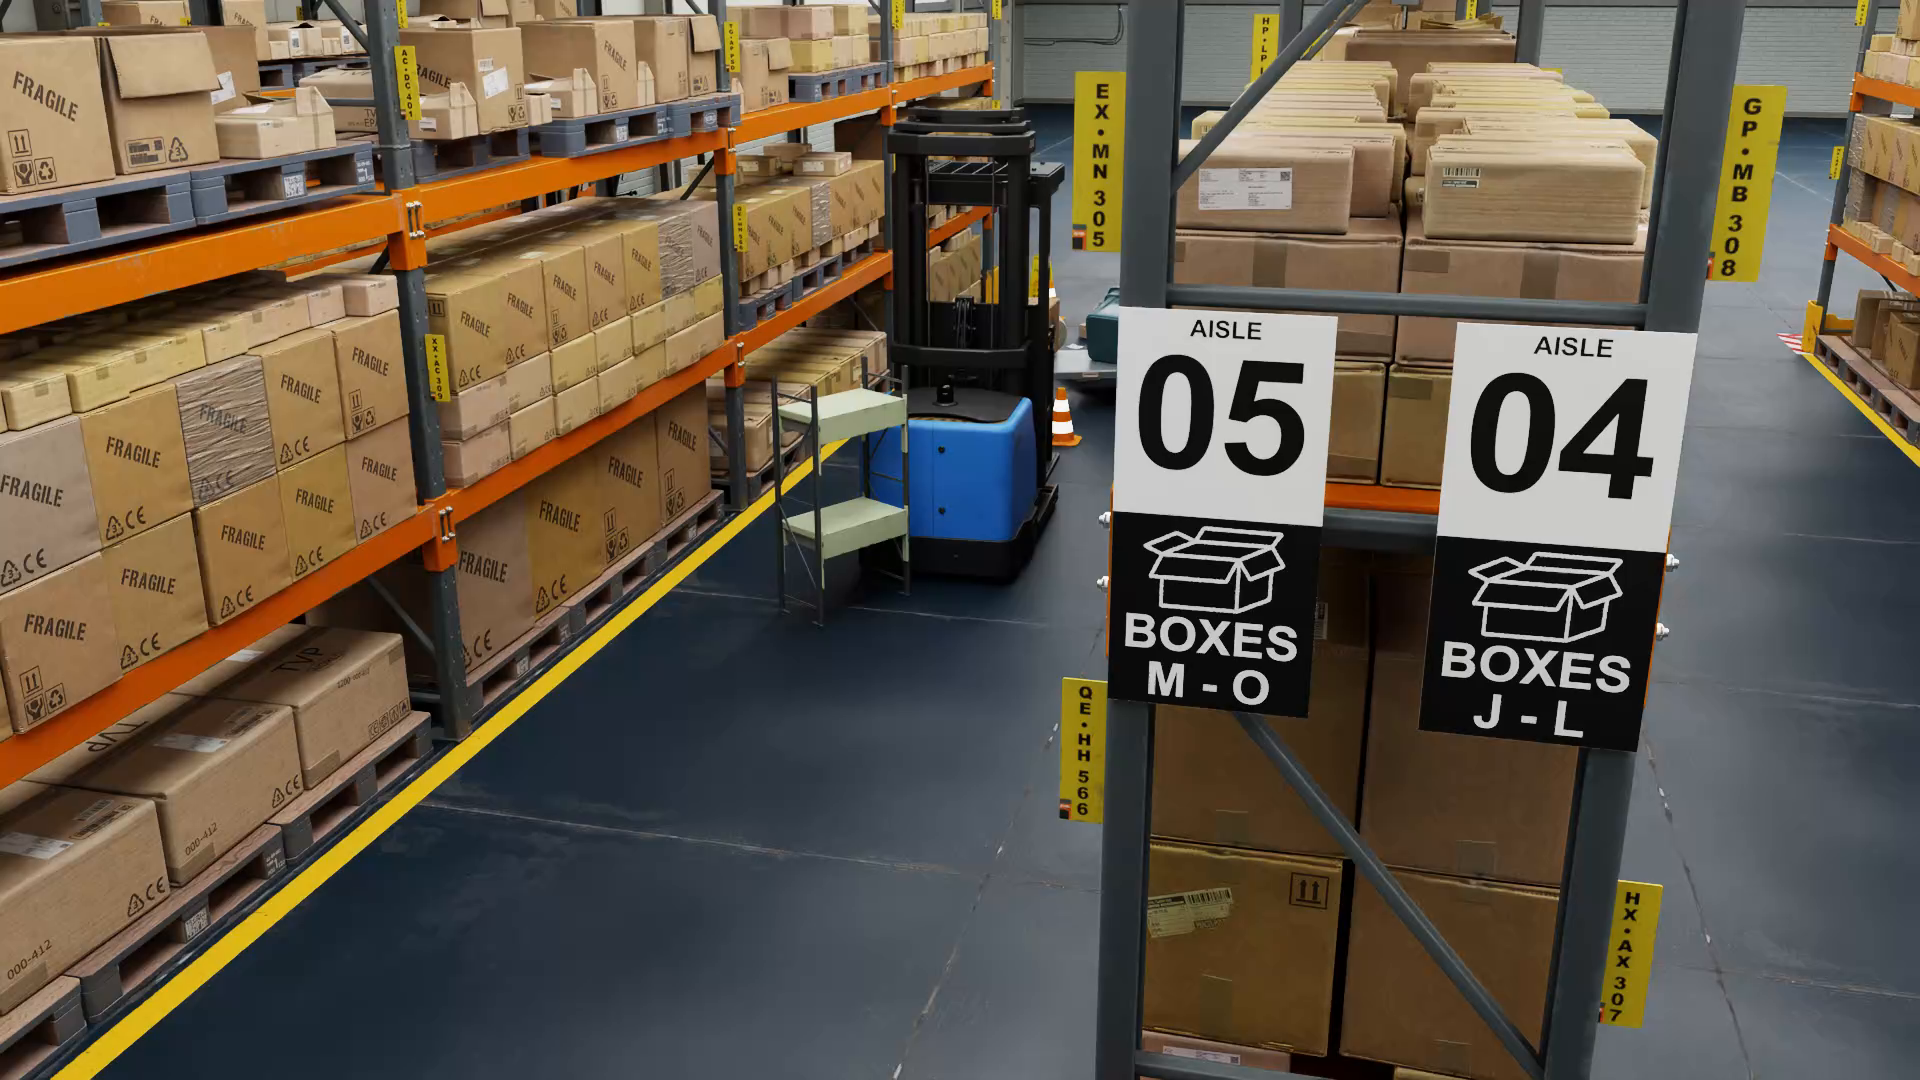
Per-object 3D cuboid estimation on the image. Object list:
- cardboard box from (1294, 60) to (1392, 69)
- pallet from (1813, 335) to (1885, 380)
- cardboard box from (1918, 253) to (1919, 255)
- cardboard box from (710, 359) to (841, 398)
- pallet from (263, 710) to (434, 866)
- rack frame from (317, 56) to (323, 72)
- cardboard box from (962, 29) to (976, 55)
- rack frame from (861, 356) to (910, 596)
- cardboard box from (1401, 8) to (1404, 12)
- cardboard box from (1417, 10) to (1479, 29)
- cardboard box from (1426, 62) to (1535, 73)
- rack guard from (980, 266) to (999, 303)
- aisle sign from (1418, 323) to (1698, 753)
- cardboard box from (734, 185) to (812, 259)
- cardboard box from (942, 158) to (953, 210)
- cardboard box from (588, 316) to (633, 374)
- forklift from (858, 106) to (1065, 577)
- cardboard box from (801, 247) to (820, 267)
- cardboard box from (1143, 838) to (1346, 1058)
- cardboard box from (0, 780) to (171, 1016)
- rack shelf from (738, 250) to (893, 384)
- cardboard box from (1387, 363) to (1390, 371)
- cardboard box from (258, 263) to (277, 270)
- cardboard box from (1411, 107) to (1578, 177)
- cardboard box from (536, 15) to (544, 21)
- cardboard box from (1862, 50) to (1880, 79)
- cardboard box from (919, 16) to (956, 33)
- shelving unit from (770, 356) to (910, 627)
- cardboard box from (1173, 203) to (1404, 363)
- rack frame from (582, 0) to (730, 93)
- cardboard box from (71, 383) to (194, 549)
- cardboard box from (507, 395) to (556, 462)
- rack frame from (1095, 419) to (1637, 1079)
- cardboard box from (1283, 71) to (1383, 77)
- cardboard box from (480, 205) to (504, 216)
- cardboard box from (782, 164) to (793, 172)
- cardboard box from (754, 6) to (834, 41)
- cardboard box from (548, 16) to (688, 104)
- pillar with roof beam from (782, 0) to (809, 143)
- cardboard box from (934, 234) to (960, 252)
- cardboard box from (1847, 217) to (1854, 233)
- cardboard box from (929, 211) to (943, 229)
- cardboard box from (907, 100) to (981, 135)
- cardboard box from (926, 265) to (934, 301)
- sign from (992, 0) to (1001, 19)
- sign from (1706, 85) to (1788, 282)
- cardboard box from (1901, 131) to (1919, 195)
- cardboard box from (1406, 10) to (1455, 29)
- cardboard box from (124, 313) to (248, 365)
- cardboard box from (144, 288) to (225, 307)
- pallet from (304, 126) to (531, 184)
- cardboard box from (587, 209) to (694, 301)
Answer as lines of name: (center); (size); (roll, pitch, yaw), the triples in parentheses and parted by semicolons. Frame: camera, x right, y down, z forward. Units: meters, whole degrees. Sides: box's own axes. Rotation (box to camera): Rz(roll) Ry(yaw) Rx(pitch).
cardboard box: (1.465, -1.766, 6.418); (0.380, 0.149, 0.250); (4, 19, 12)
pallet: (9.236, -1.807, 16.650); (1.003, 0.211, 1.213); (5, 19, 13)
cardboard box: (8.609, -2.426, 14.539); (0.380, 0.149, 0.250); (5, 19, 13)
cardboard box: (-1.566, -1.278, 14.203); (0.950, 0.372, 0.625); (5, 20, 15)
pallet: (-3.316, 1.128, 8.057); (1.003, 0.211, 1.213); (5, 19, 13)
rack frame: (-5.914, -3.322, 16.772); (1.000, 3.000, 0.127); (5, 19, 13)
cardboard box: (-0.123, -5.336, 17.799); (0.500, 0.250, 0.500); (4, 19, 13)
rack frame: (-0.468, -0.396, 10.528); (0.400, 1.500, 0.023); (18, 26, 42)
cardboard box: (3.844, -4.796, 15.416); (0.500, 0.250, 0.500); (4, 19, 13)
cardboard box: (2.901, -2.999, 9.849); (0.396, 0.266, 0.258); (5, 19, 13)
cardboard box: (1.960, -1.718, 6.278); (0.380, 0.149, 0.250); (4, 19, 11)
rack guard: (-0.141, -2.978, 19.632); (1.175, 0.500, 0.348); (5, 19, 13)
aisle sign: (1.066, 0.006, 3.007); (0.394, 0.787, 0.004); (5, 19, 13)
cardboard box: (-1.499, -2.517, 13.153); (0.500, 0.500, 0.500); (5, 19, 14)
cardboard box: (-0.382, -3.710, 17.294); (0.500, 0.500, 0.500); (5, 19, 14)
cardboard box: (-2.302, -1.185, 9.975); (0.500, 0.250, 0.500); (4, 19, 12)
forklift: (0.125, -1.587, 11.798); (1.130, 2.935, 3.031); (4, 19, 11)
cardboard box: (-1.375, -2.347, 13.657); (0.380, 0.149, 0.250); (5, 20, 15)
cardboard box: (0.653, 0.840, 3.971); (0.500, 0.500, 0.500); (5, 20, 14)
cardboard box: (-3.752, 1.342, 6.432); (0.875, 0.438, 0.875); (5, 20, 15)
rack shelf: (-1.588, -1.963, 13.908); (1.077, 0.370, 4.000); (5, 19, 13)
cardboard box: (1.397, -0.607, 4.414); (0.500, 0.250, 0.500); (4, 19, 12)
cardboard box: (-6.299, -2.436, 14.411); (0.500, 0.250, 0.500); (4, 19, 12)
cardboard box: (1.331, -0.991, 4.148); (0.380, 0.149, 0.250); (5, 20, 15)
cardboard box: (-4.906, -5.814, 18.832); (0.396, 0.266, 0.258); (5, 19, 14)
cardboard box: (9.119, -4.620, 16.164); (0.500, 0.250, 0.500); (5, 20, 15)
cardboard box: (-0.261, -5.250, 16.931); (0.380, 0.149, 0.250); (5, 20, 15)
shelving unit: (-0.724, -0.312, 10.281); (0.431, 1.500, 0.755); (18, 26, 42)
cardboard box: (0.659, -0.560, 3.504); (0.500, 0.250, 0.500); (4, 19, 12)
rack frame: (-2.077, -4.516, 10.987); (1.000, 3.000, 0.127); (5, 19, 13)
cardboard box: (-3.279, -0.299, 6.220); (0.500, 0.500, 0.500); (5, 19, 14)
cardboard box: (-2.566, -0.632, 9.128); (0.500, 0.250, 0.500); (4, 19, 12)
rack frame: (0.793, 1.190, 3.564); (1.000, 3.000, 0.127); (5, 19, 13)
cardboard box: (1.252, -1.522, 5.704); (0.380, 0.149, 0.250); (4, 19, 12)
cardboard box: (-5.318, -3.811, 18.049); (0.500, 0.500, 0.500); (4, 19, 13)
cardboard box: (-1.614, -3.036, 14.671); (0.500, 0.500, 0.500); (5, 19, 14)
cardboard box: (-1.346, -4.201, 13.515); (0.500, 0.250, 0.500); (5, 19, 14)
cardboard box: (-2.134, -3.017, 10.435); (0.700, 0.500, 0.500); (4, 19, 11)
pillar with roof beam: (1.126, -10.688, 29.058); (9.100, 9.000, 0.400); (5, 19, 13)
cardboard box: (-0.220, -3.191, 17.829); (0.380, 0.149, 0.250); (6, 20, 16)
cardboard box: (9.107, -3.136, 16.616); (0.380, 0.149, 0.250); (5, 19, 13)
cardboard box: (-0.390, -3.285, 17.054); (0.380, 0.149, 0.250); (5, 19, 14)
cardboard box: (-0.166, -4.510, 18.090); (0.700, 0.500, 0.500); (5, 19, 14)
cardboard box: (-0.574, -2.515, 16.856); (0.500, 0.500, 0.500); (5, 20, 16)
sign: (0.411, -5.973, 18.523); (0.100, 0.325, 0.005); (5, 19, 13)
sign: (1.319, -0.601, 2.812); (0.100, 0.325, 0.005); (5, 19, 13)
cardboard box: (8.597, -3.286, 14.504); (0.500, 0.500, 0.500); (5, 19, 13)
cardboard box: (4.116, -4.438, 14.367); (0.500, 0.250, 0.500); (5, 19, 14)
cardboard box: (-3.132, -0.816, 6.729); (0.380, 0.149, 0.250); (5, 19, 13)
cardboard box: (-3.452, -1.007, 7.291); (0.380, 0.149, 0.250); (4, 19, 13)
pallet: (-2.878, -2.043, 8.685); (0.805, 0.209, 1.217); (4, 19, 11)
cardboard box: (-2.067, -1.853, 10.771); (0.500, 0.500, 0.500); (5, 19, 14)
